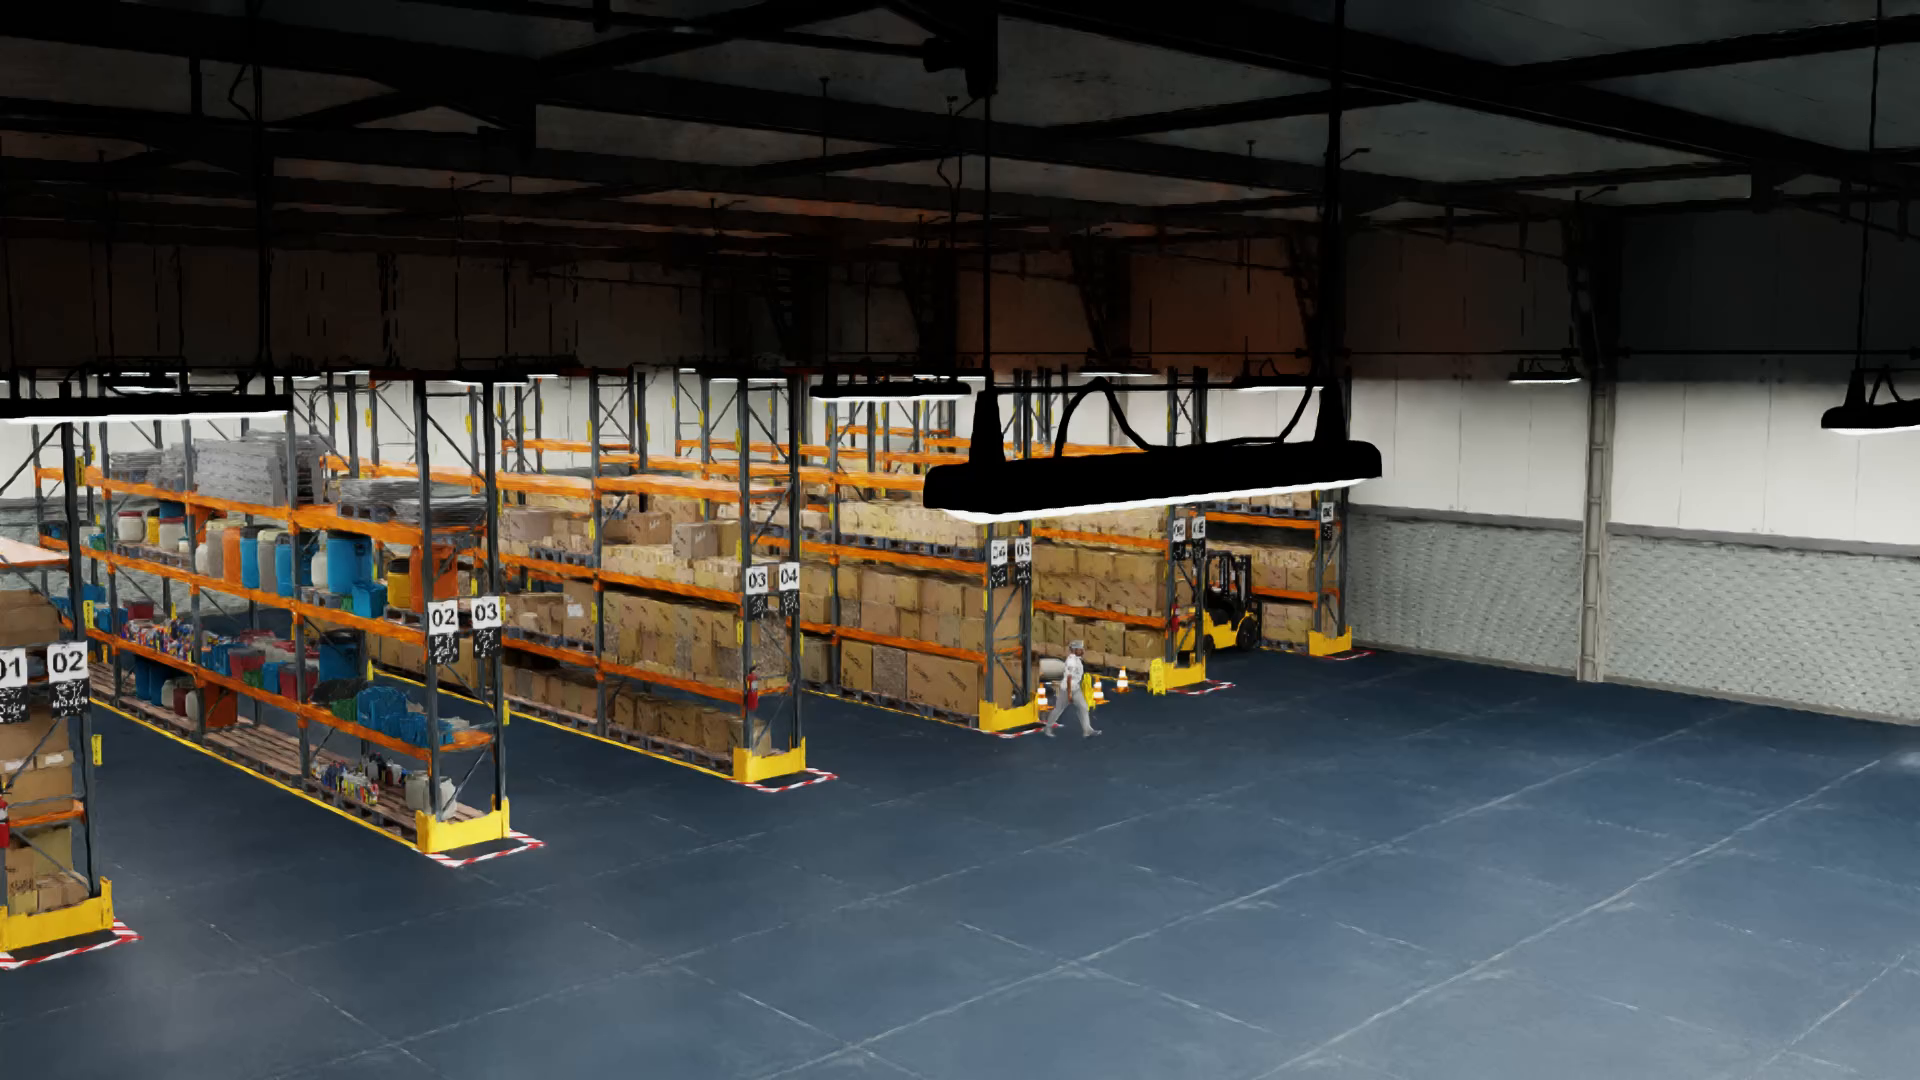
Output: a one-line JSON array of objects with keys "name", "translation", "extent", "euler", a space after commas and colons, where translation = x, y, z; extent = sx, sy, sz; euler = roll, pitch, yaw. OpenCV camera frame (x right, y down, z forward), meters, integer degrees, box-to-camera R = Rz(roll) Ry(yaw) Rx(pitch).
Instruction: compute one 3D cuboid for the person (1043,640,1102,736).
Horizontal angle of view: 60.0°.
[{"name": "person", "translation": [1.839, 2.443, 27.372], "extent": [0.935, 1.624, 0.494], "euler": [3, 7, 23]}]
